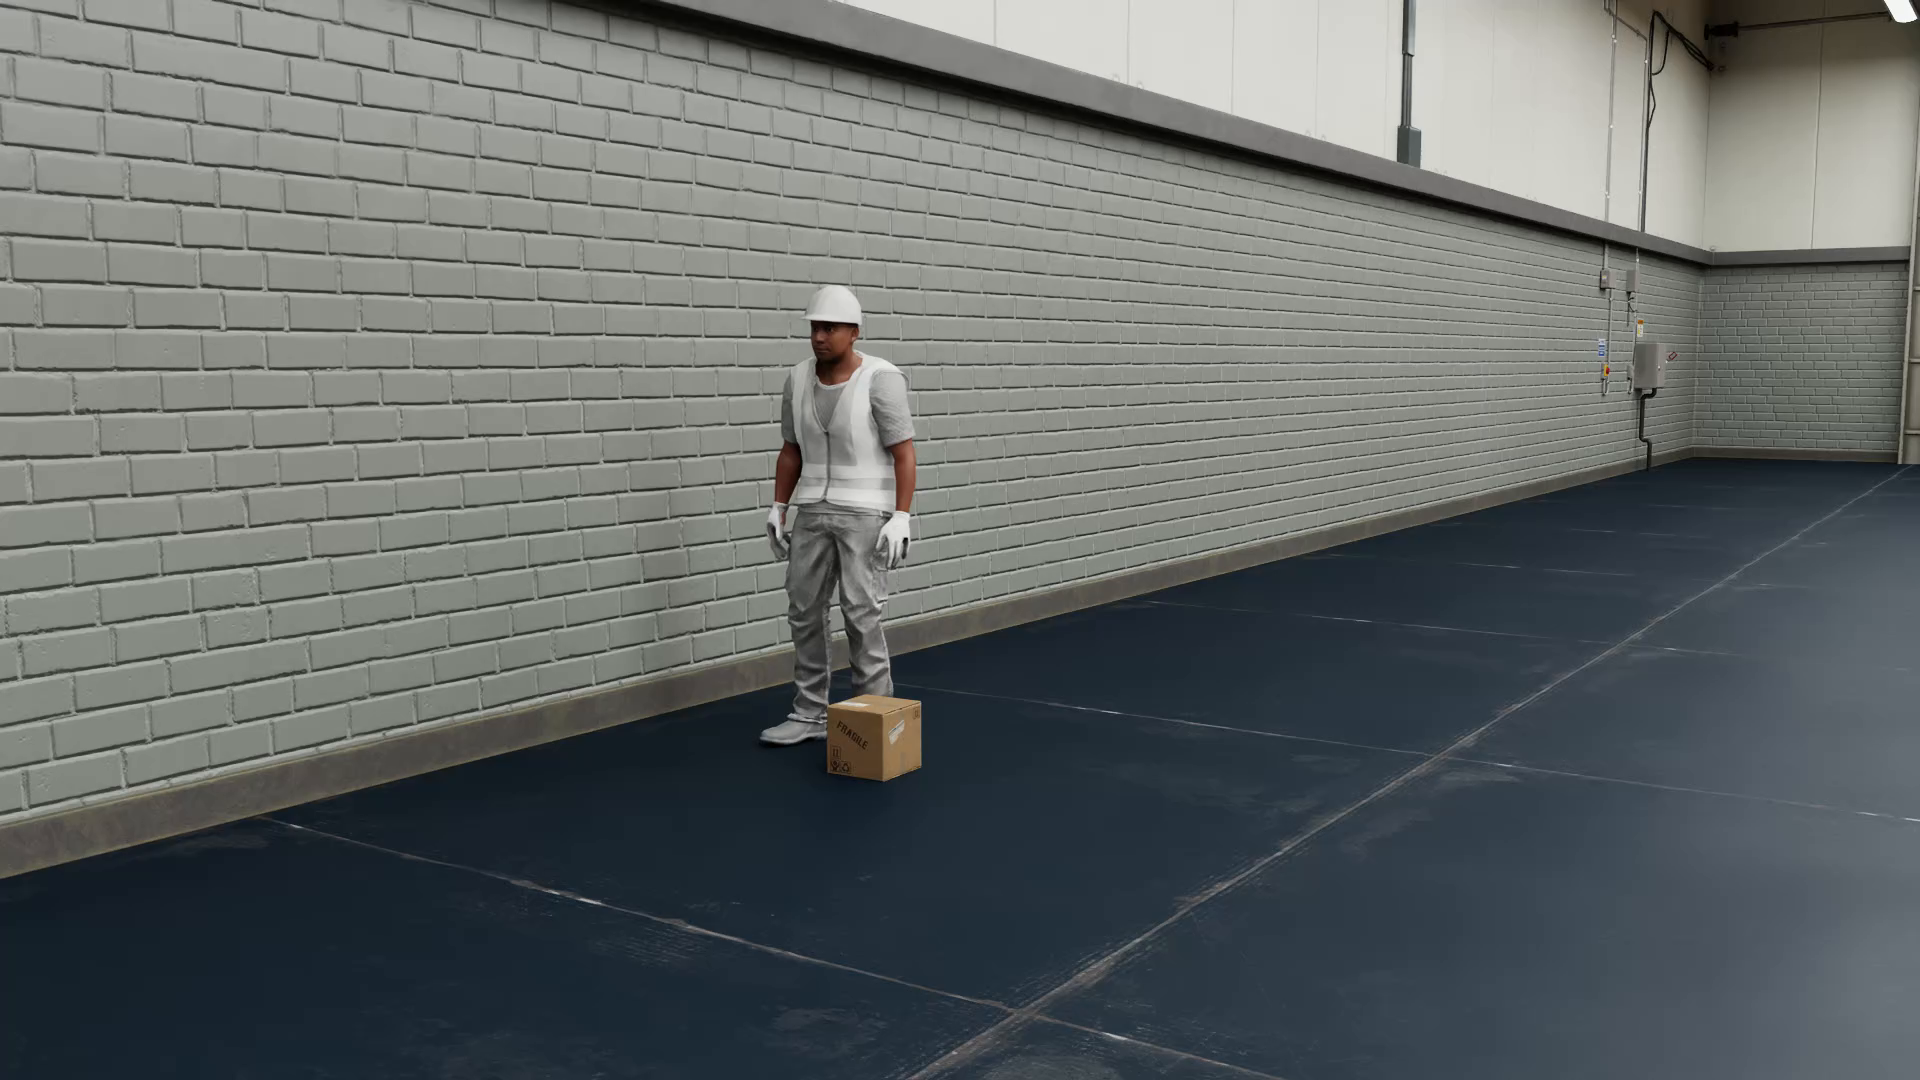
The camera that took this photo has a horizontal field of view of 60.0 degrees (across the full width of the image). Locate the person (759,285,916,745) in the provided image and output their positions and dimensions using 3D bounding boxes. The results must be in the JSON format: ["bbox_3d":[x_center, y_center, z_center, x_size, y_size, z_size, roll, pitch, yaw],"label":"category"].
[{"bbox_3d":[-0.461,-0.076,6.371,0.628,1.774,0.448,4,7,30],"label":"person"}]
